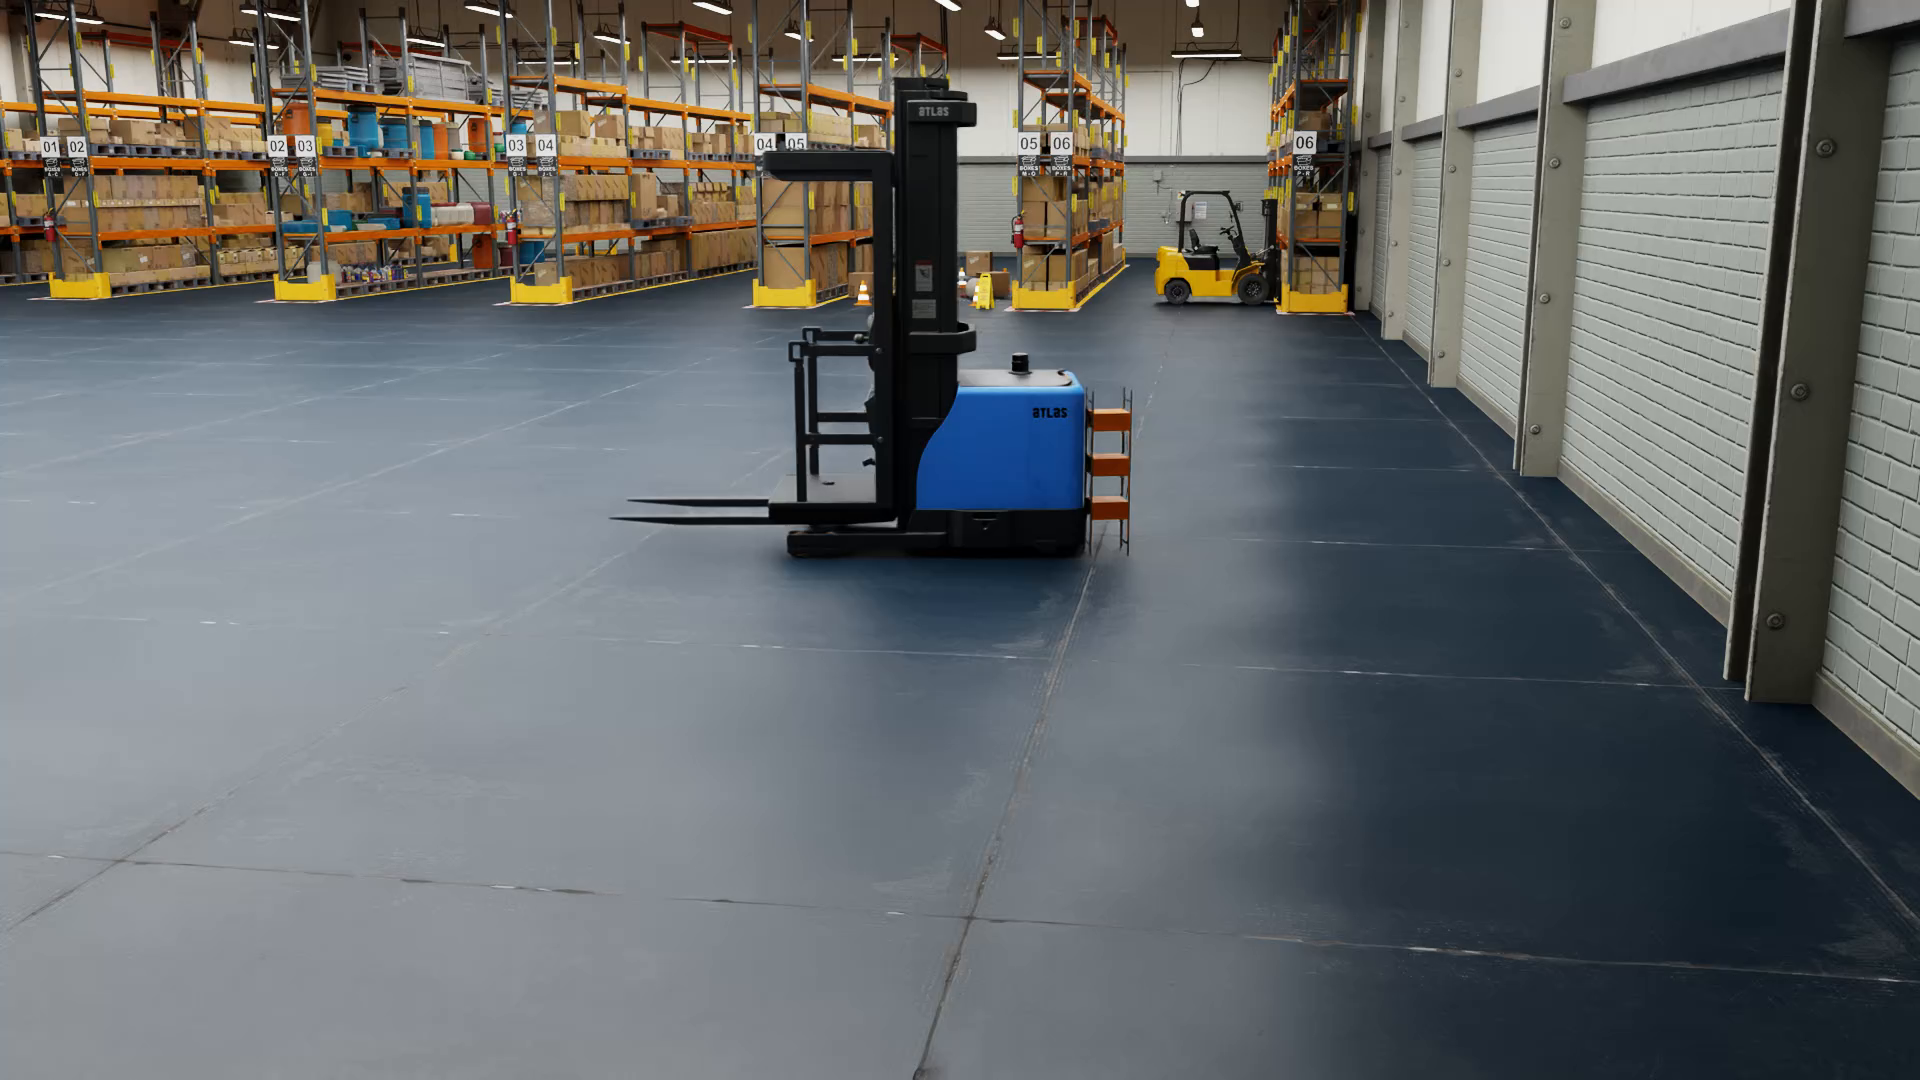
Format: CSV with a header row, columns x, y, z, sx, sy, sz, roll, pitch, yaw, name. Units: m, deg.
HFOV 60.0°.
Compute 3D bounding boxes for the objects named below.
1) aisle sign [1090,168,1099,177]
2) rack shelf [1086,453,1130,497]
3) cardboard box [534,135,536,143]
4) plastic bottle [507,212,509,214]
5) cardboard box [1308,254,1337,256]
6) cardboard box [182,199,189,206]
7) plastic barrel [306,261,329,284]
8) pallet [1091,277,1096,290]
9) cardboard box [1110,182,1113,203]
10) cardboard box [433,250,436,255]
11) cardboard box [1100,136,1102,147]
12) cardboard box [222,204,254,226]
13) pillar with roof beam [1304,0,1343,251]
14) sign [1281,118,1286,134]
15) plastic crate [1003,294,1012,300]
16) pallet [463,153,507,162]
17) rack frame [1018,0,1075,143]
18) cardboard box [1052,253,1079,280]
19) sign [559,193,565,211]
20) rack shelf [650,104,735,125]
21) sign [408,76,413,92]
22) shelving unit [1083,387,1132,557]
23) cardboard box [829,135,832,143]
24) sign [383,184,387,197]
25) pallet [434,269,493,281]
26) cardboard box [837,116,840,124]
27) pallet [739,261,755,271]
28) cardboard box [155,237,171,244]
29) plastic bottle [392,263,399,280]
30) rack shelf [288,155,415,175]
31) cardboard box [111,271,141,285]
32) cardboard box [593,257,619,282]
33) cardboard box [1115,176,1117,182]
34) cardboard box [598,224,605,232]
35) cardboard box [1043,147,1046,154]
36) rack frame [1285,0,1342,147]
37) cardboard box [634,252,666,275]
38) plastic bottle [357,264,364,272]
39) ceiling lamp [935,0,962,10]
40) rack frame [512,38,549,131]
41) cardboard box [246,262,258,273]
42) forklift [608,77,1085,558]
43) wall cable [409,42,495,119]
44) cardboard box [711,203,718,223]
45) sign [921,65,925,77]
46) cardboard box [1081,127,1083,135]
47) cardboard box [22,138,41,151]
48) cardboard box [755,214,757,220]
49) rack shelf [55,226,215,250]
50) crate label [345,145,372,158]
x,y,z,sx,sy,sz,roll,pitch,yaw,name
3.748,-10.433,46.114,0.394,0.787,0.004,2,12,9,aisle sign
0.931,-0.421,10.507,0.240,0.259,0.215,-2,12,-8,rack shelf
-8.339,-7.835,32.517,0.380,0.149,0.250,1,12,7,cardboard box
-11.718,-8.445,43.352,0.152,0.276,0.135,2,12,9,plastic bottle
6.890,-5.299,31.618,0.500,0.250,0.500,2,12,8,cardboard box
-17.310,-7.479,36.801,0.380,0.149,0.250,2,12,7,cardboard box
-13.098,-5.417,33.920,0.421,0.512,0.421,0,12,0,plastic barrel
2.481,-5.694,36.912,1.003,0.211,1.213,2,12,9,pallet
3.515,-8.634,41.325,0.500,0.500,0.500,2,12,10,cardboard box
-15.548,-8.408,48.570,0.380,0.166,0.250,2,12,9,cardboard box
2.741,-8.453,35.334,0.500,0.250,0.500,2,12,8,cardboard box
-17.110,-7.705,39.388,0.500,0.500,0.500,2,12,9,cardboard box
5.057,-11.333,42.221,9.100,9.000,0.548,2,12,9,pillar with roof beam
6.545,-8.368,33.610,0.100,0.325,0.005,2,12,9,sign
1.126,-4.912,33.598,0.402,0.080,0.583,-2,12,-11,plastic crate
-11.679,-9.484,41.210,1.003,0.211,1.213,2,12,9,pallet
1.563,-8.740,30.188,1.000,3.000,0.127,2,12,9,rack frame
2.039,-5.308,32.253,0.500,0.500,0.500,1,12,7,cardboard box
-7.693,-6.534,32.137,0.100,0.325,0.005,2,12,9,sign
-6.691,-10.596,41.455,1.077,0.370,4.000,2,12,9,rack shelf
-11.966,-9.932,36.215,0.100,0.325,0.005,2,12,9,sign
0.931,-0.432,10.504,0.252,1.050,0.215,-2,12,-8,shelving unit
-2.742,-7.921,32.870,0.380,0.149,0.250,2,12,9,cardboard box
-15.623,-9.497,45.192,0.100,0.325,0.005,2,12,9,sign
-12.051,-6.431,40.333,1.003,0.211,1.213,2,12,9,pallet
-2.625,-8.469,33.522,0.380,0.149,0.250,2,12,9,cardboard box
-6.190,-7.419,44.918,1.003,0.211,1.213,2,12,9,pallet
-21.298,-7.761,43.990,0.750,0.750,0.750,2,12,8,cardboard box
-12.352,-5.858,36.300,0.144,0.351,0.185,1,12,6,plastic bottle
-12.816,-7.820,34.746,1.077,0.370,4.000,2,12,9,rack shelf
-17.642,-5.520,35.016,0.500,0.250,0.500,2,12,9,cardboard box
-7.715,-5.862,36.012,0.500,0.500,0.500,1,12,7,cardboard box
3.903,-9.430,43.479,0.380,0.149,0.250,2,12,7,cardboard box
-7.602,-6.472,34.502,0.380,0.149,0.250,2,12,9,cardboard box
1.422,-7.341,31.414,0.380,0.149,0.250,2,12,10,cardboard box
7.083,-9.413,33.309,1.000,3.000,0.127,2,12,9,rack frame
-7.235,-6.413,38.518,0.700,0.500,0.500,3,13,13,cardboard box
-13.071,-5.848,36.251,0.144,0.351,0.185,1,12,6,plastic bottle
-0.001,-12.469,33.635,0.800,3.185,2.000,2,12,9,ceiling lamp
-11.278,-11.720,44.014,1.000,3.000,0.127,2,12,9,rack frame
-16.938,-6.434,39.259,0.500,0.250,0.500,1,12,7,cardboard box
-0.729,-1.429,10.666,3.031,2.935,1.130,0,12,0,forklift
-16.556,-14.902,54.165,3.097,2.526,0.112,2,12,9,wall cable
-6.424,-8.253,41.932,0.500,0.500,0.500,2,12,9,cardboard box
-0.949,-11.895,42.233,0.100,0.325,0.005,2,12,9,sign
2.201,-7.974,32.459,0.380,0.149,0.250,2,12,9,cardboard box
-22.040,-9.310,39.168,0.500,0.311,0.500,2,12,10,cardboard box
-5.771,-8.879,45.669,0.380,0.149,0.250,2,12,7,cardboard box
-17.710,-6.515,35.811,1.077,0.370,4.000,2,12,9,rack shelf
-12.509,-8.061,34.513,0.502,0.251,0.408,2,12,9,crate label
